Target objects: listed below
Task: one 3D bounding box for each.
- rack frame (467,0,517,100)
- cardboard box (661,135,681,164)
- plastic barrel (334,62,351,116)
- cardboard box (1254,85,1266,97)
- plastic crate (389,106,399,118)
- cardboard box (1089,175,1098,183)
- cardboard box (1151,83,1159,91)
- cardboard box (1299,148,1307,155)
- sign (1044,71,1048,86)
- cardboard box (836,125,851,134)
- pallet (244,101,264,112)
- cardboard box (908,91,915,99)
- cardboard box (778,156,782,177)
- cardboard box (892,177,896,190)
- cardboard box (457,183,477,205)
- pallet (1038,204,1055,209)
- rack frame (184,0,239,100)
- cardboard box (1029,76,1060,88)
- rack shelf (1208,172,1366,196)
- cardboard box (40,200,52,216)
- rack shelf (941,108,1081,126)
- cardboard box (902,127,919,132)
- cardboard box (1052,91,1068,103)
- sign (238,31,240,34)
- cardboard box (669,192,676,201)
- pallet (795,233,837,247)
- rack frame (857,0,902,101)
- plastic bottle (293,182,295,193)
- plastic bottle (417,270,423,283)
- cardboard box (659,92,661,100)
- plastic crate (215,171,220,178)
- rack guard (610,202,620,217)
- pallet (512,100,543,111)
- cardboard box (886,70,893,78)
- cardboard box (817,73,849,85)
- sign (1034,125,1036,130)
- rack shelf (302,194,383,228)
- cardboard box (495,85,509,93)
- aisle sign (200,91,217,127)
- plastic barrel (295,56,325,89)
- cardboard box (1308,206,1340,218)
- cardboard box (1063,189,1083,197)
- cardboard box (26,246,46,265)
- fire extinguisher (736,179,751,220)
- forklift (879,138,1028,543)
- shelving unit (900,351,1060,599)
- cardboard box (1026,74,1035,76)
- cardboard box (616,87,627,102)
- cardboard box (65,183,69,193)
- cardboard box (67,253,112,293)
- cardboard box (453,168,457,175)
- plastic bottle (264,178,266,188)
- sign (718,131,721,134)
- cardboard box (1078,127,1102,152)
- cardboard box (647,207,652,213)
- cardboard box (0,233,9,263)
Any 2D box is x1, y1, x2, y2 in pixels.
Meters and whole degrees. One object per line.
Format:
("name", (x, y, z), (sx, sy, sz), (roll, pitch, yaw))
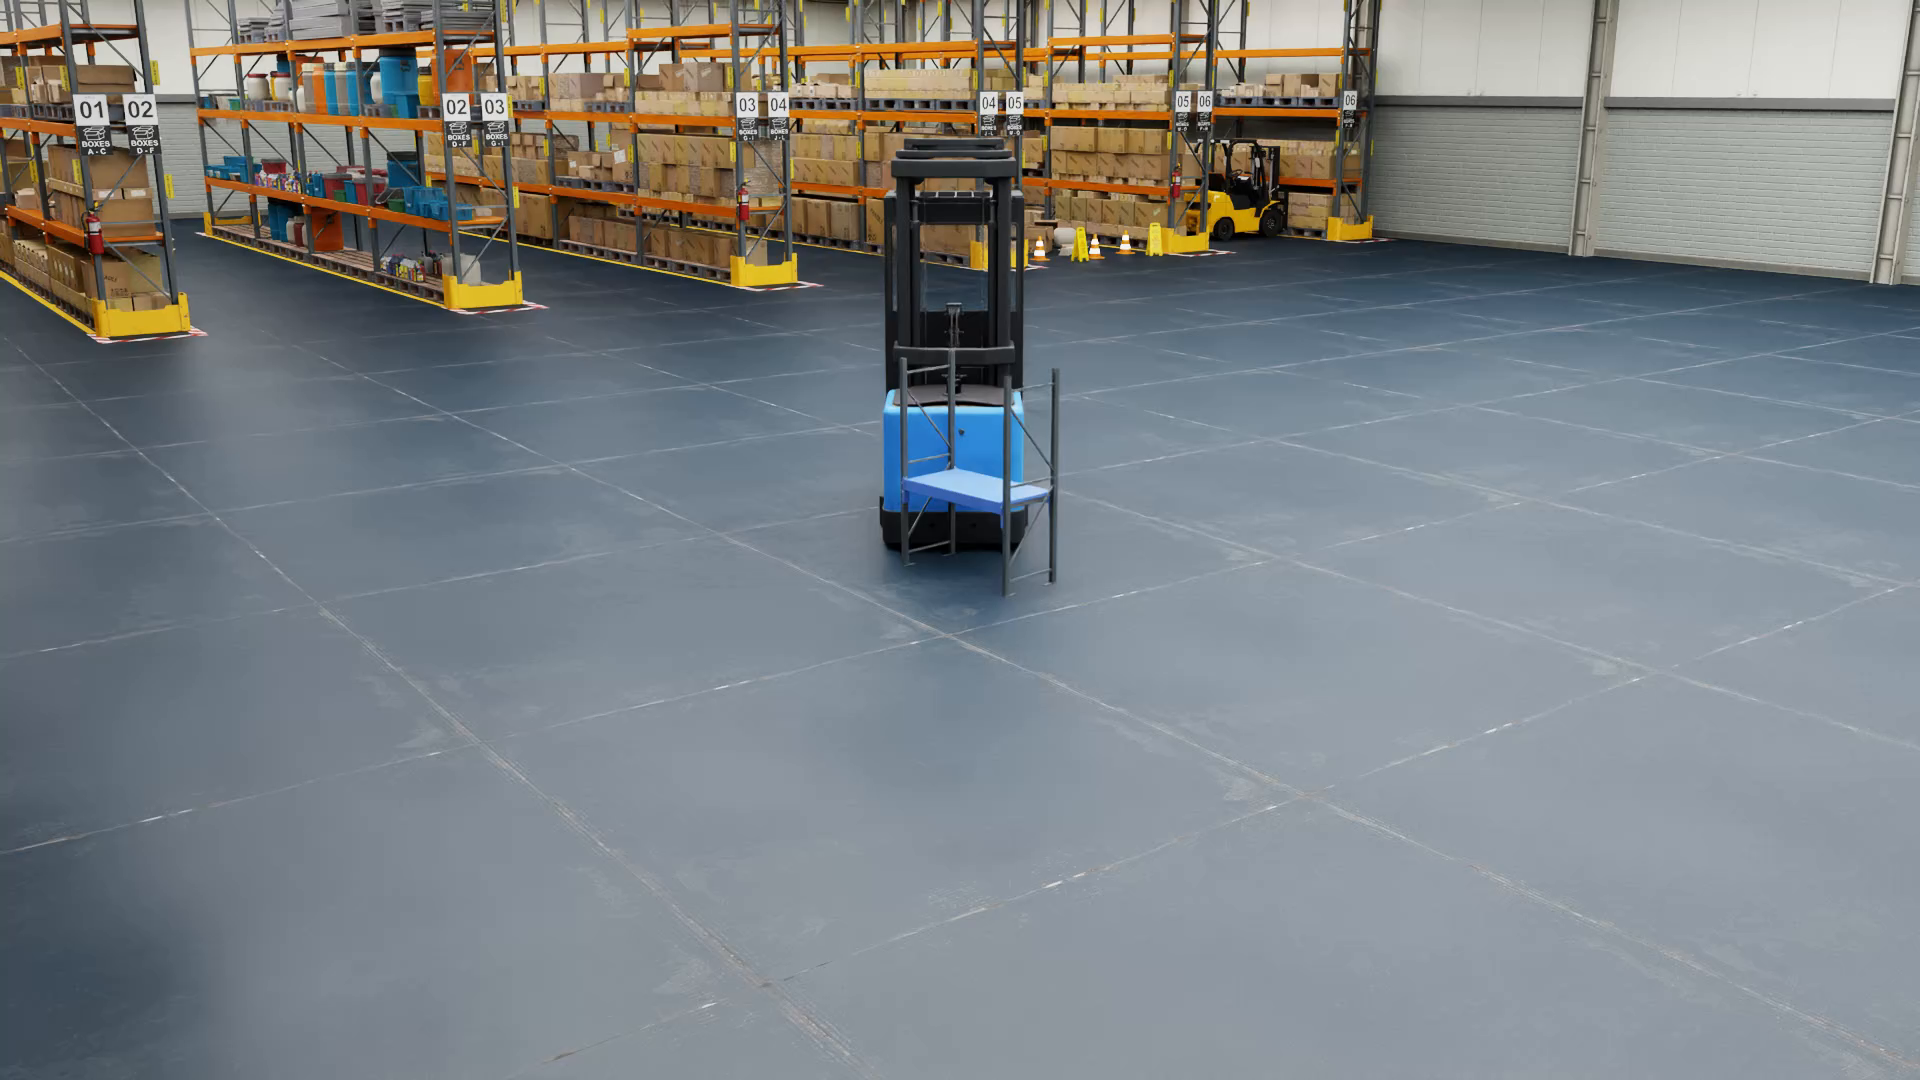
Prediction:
("rack frame", (-10.396, -11.328, 36.917), (1.000, 3.000, 0.127), (-11, 19, -35))
("cardboard box", (-5.045, -7.051, 30.008), (0.500, 0.500, 0.500), (-11, 19, -35))
("plastic barrel", (-10.558, -7.860, 28.980), (0.600, 0.901, 0.600), (0, 15, 0))
("cardboard box", (6.963, -10.304, 38.128), (0.396, 0.266, 0.258), (-11, 19, -36))
("plastic crate", (-8.991, -6.922, 26.905), (0.336, 0.188, 0.450), (-11, 19, -35))
("cardboard box", (2.994, -7.751, 35.690), (0.380, 0.149, 0.250), (-11, 19, -34))
("cardboard box", (4.117, -9.207, 33.818), (0.380, 0.149, 0.250), (-10, 18, -34))
("cardboard box", (7.844, -8.742, 37.417), (0.380, 0.149, 0.250), (-11, 19, -35))
("sign", (1.877, -10.063, 36.254), (0.100, 0.325, 0.005), (-11, 19, -35))
("cardboard box", (-2.881, -10.561, 43.395), (0.500, 0.500, 0.500), (-11, 19, -35))
("pallet", (-13.863, -8.869, 33.973), (1.213, 0.211, 1.003), (-11, 19, -35))
("cardboard box", (-0.788, -8.595, 32.107), (0.380, 0.149, 0.250), (-11, 19, -34))
("cardboard box", (-3.927, -8.239, 36.806), (0.500, 0.500, 0.500), (-11, 19, -34))
("cardboard box", (-0.830, -7.222, 32.996), (0.875, 0.550, 0.550), (-11, 19, -35))
("cardboard box", (-11.249, -7.957, 39.196), (0.875, 0.875, 0.875), (-11, 19, -35))
("pallet", (2.863, -8.970, 44.949), (1.003, 0.211, 1.213), (-11, 19, -35))
("rack frame", (-16.754, -11.413, 37.229), (1.000, 3.000, 0.127), (-11, 19, -35))
("cardboard box", (1.880, -10.186, 36.970), (0.500, 0.250, 0.500), (-10, 18, -33))
("rack shelf", (7.512, -8.261, 38.440), (1.077, 0.370, 4.000), (-11, 19, -35))
("cardboard box", (-14.373, -5.283, 26.452), (0.396, 0.266, 0.258), (-11, 19, -36))
("rack shelf", (1.148, -9.791, 38.347), (1.077, 0.370, 4.000), (-11, 19, -35))
("cardboard box", (-1.139, -9.934, 41.105), (0.500, 0.500, 0.500), (-11, 19, -34))
("cardboard box", (2.361, -9.645, 36.174), (0.500, 0.250, 0.500), (-11, 19, -36))
("sign", (-16.319, -11.346, 37.596), (0.100, 0.325, 0.005), (-11, 19, -35))
("cardboard box", (-5.054, -6.249, 30.201), (0.380, 0.149, 0.250), (-11, 19, -35))
("pallet", (-2.857, -6.543, 36.081), (1.003, 0.211, 1.213), (-11, 19, -35))
("rack frame", (-1.621, -10.368, 33.409), (1.000, 3.000, 0.127), (-11, 19, -35))
("plastic bottle", (-12.880, -6.833, 32.236), (0.097, 0.201, 0.097), (0, 15, 0))
("plastic bottle", (-8.781, -4.289, 27.033), (0.097, 0.201, 0.097), (0, 15, 0))
("cardboard box", (-5.217, -8.022, 30.050), (0.380, 0.149, 0.250), (-10, 18, -33))
("plastic crate", (-16.355, -8.091, 36.842), (0.250, 0.136, 0.298), (-11, 19, -35))
("rack guard", (-8.632, -8.815, 43.834), (1.175, 0.500, 0.348), (-11, 19, -35))
("pallet", (-9.126, -9.303, 35.560), (1.003, 0.211, 1.213), (-10, 18, -32))
("cardboard box", (-1.233, -9.142, 32.594), (0.380, 0.149, 0.250), (-11, 19, -35))
("cardboard box", (-2.724, -9.746, 35.647), (0.500, 0.500, 0.500), (-11, 19, -35))
("sign", (2.079, -11.389, 46.312), (0.100, 0.325, 0.005), (-11, 19, -35))
("rack shelf", (-10.875, -6.037, 30.314), (1.077, 0.370, 4.000), (-11, 19, -35))
("cardboard box", (-9.824, -9.792, 36.362), (0.500, 0.311, 0.500), (-12, 19, -36))
("aisle sign", (-17.037, -9.742, 37.565), (0.394, 0.787, 0.004), (-11, 19, -35))
("plastic barrel", (-12.382, -8.789, 31.716), (0.600, 0.830, 0.708), (-11, 19, -35))
("cardboard box", (8.149, -7.354, 37.229), (0.500, 0.250, 0.500), (-11, 19, -35))
("cardboard box", (2.477, -7.611, 36.465), (0.380, 0.149, 0.250), (-11, 19, -34))
("cardboard box", (-15.073, -4.703, 27.426), (0.500, 0.311, 0.500), (-11, 19, -35))
("fire extinguisher", (-3.646, -5.738, 28.006), (0.296, 0.674, 0.183), (-11, 19, -35))
("forklift", (-0.045, -1.719, 13.303), (1.130, 2.935, 3.031), (0, 15, 0))
("shelving unit", (0.124, -0.477, 11.477), (0.538, 1.500, 1.048), (-14, 21, -42))
("cardboard box", (1.868, -12.608, 45.422), (0.396, 0.266, 0.258), (-11, 19, -35))
("cardboard box", (-6.326, -8.495, 31.710), (0.396, 0.266, 0.258), (-10, 18, -33))
("cardboard box", (-12.793, -5.132, 24.228), (0.380, 0.149, 0.250), (-11, 19, -35))
("cardboard box", (-12.512, -3.852, 23.962), (0.500, 0.500, 0.500), (-11, 19, -35))
("cardboard box", (-11.596, -8.601, 38.797), (0.380, 0.149, 0.250), (-11, 19, -35))
("plastic bottle", (-14.120, -7.283, 33.882), (0.097, 0.201, 0.097), (0, 15, 0))
("sign", (-5.878, -9.828, 40.608), (0.100, 0.325, 0.005), (-11, 19, -35))
("cardboard box", (2.963, -8.586, 35.619), (0.700, 0.500, 0.500), (-11, 19, -36))
("cardboard box", (-7.707, -8.374, 42.095), (0.380, 0.149, 0.250), (-11, 19, -35))
("cardboard box", (-17.103, -5.323, 30.245), (0.500, 0.500, 0.500), (-12, 19, -37))
